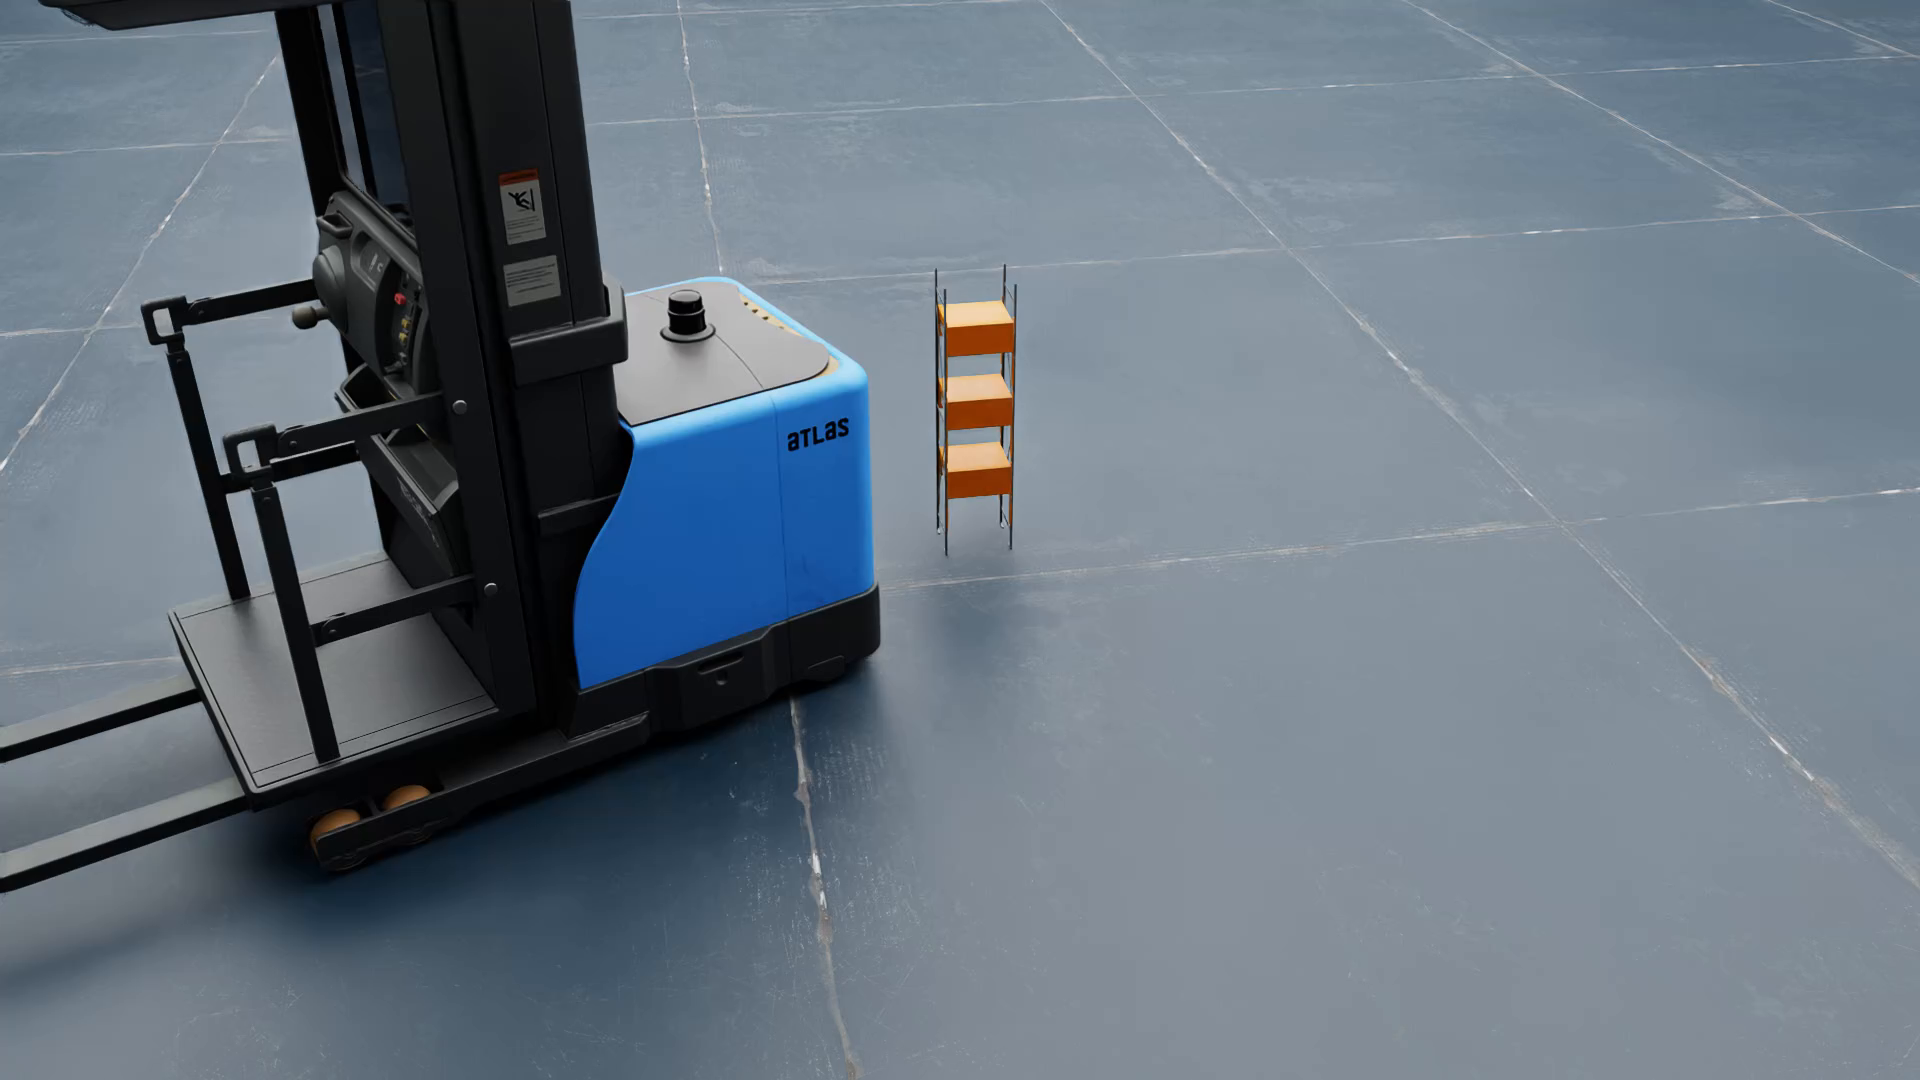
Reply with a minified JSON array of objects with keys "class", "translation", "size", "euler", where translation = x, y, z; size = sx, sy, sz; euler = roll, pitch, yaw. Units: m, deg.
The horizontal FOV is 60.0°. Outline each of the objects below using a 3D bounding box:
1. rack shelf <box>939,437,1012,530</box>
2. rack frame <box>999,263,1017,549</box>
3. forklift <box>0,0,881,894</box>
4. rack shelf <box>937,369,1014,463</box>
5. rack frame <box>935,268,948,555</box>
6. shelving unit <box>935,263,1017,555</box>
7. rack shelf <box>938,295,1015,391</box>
[{"class":"rack shelf","translation":[0.053,-0.209,6.138],"size":[0.240,0.259,0.215],"euler":[-5,31,-9]},{"class":"rack frame","translation":[0.173,-0.469,6.011],"size":[0.008,1.050,0.200],"euler":[-5,31,-9]},{"class":"forklift","translation":[-1.774,-0.643,4.452],"size":[3.031,2.935,1.130],"euler":[-19,35,-29]},{"class":"rack shelf","translation":[0.053,-0.448,5.998],"size":[0.240,0.259,0.215],"euler":[-5,31,-9]},{"class":"rack frame","translation":[-0.067,-0.446,5.973],"size":[0.008,1.050,0.200],"euler":[-5,31,-9]},{"class":"shelving unit","translation":[0.053,-0.457,5.992],"size":[0.252,1.050,0.215],"euler":[-5,31,-9]},{"class":"rack shelf","translation":[0.053,-0.693,5.854],"size":[0.240,0.259,0.215],"euler":[-5,31,-9]}]
